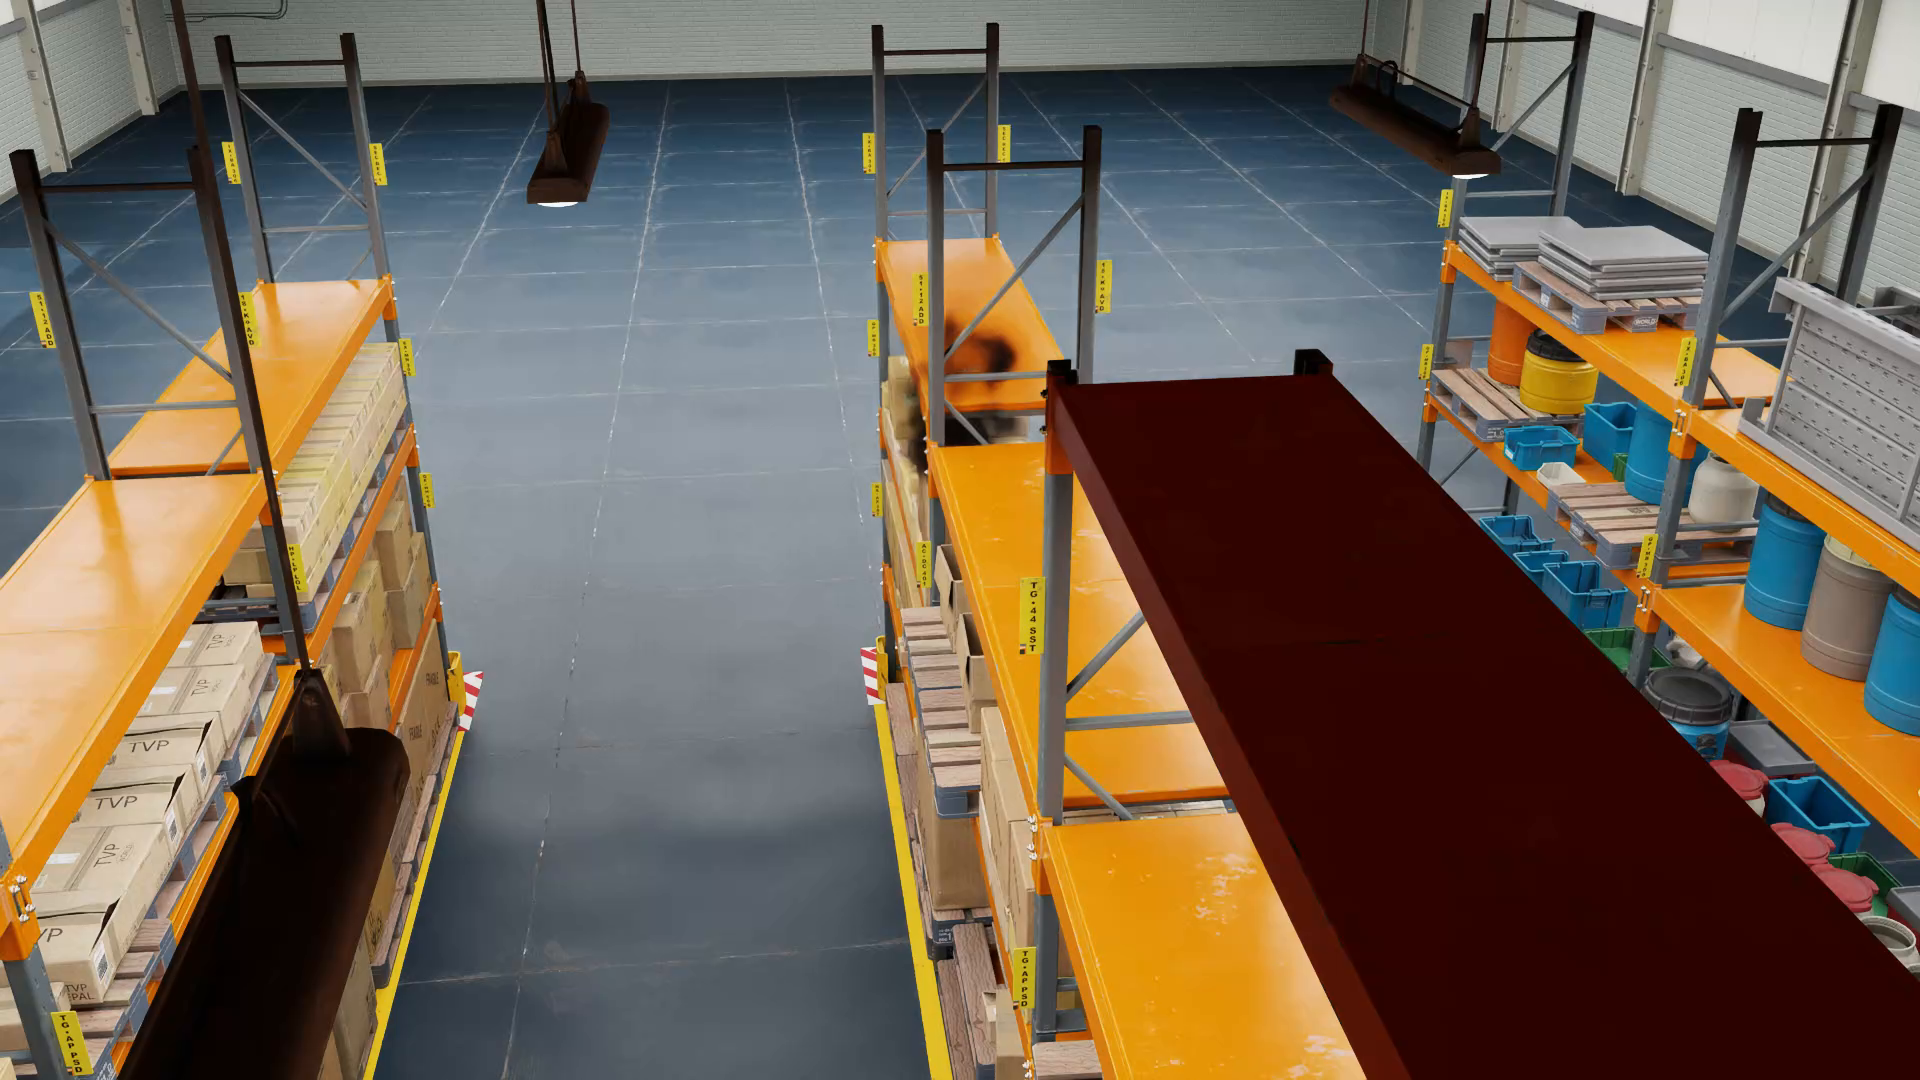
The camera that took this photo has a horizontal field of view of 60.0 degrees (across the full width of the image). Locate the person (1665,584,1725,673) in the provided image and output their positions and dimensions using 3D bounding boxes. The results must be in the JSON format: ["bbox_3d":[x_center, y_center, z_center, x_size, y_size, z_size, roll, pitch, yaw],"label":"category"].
[{"bbox_3d":[6.361,1.035,14.394,0.611,1.670,0.720,-7,26,-14],"label":"person"}]

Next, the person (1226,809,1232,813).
[{"bbox_3d":[1.775,2.516,11.451,0.537,1.560,0.506,-7,26,-14],"label":"person"}]
